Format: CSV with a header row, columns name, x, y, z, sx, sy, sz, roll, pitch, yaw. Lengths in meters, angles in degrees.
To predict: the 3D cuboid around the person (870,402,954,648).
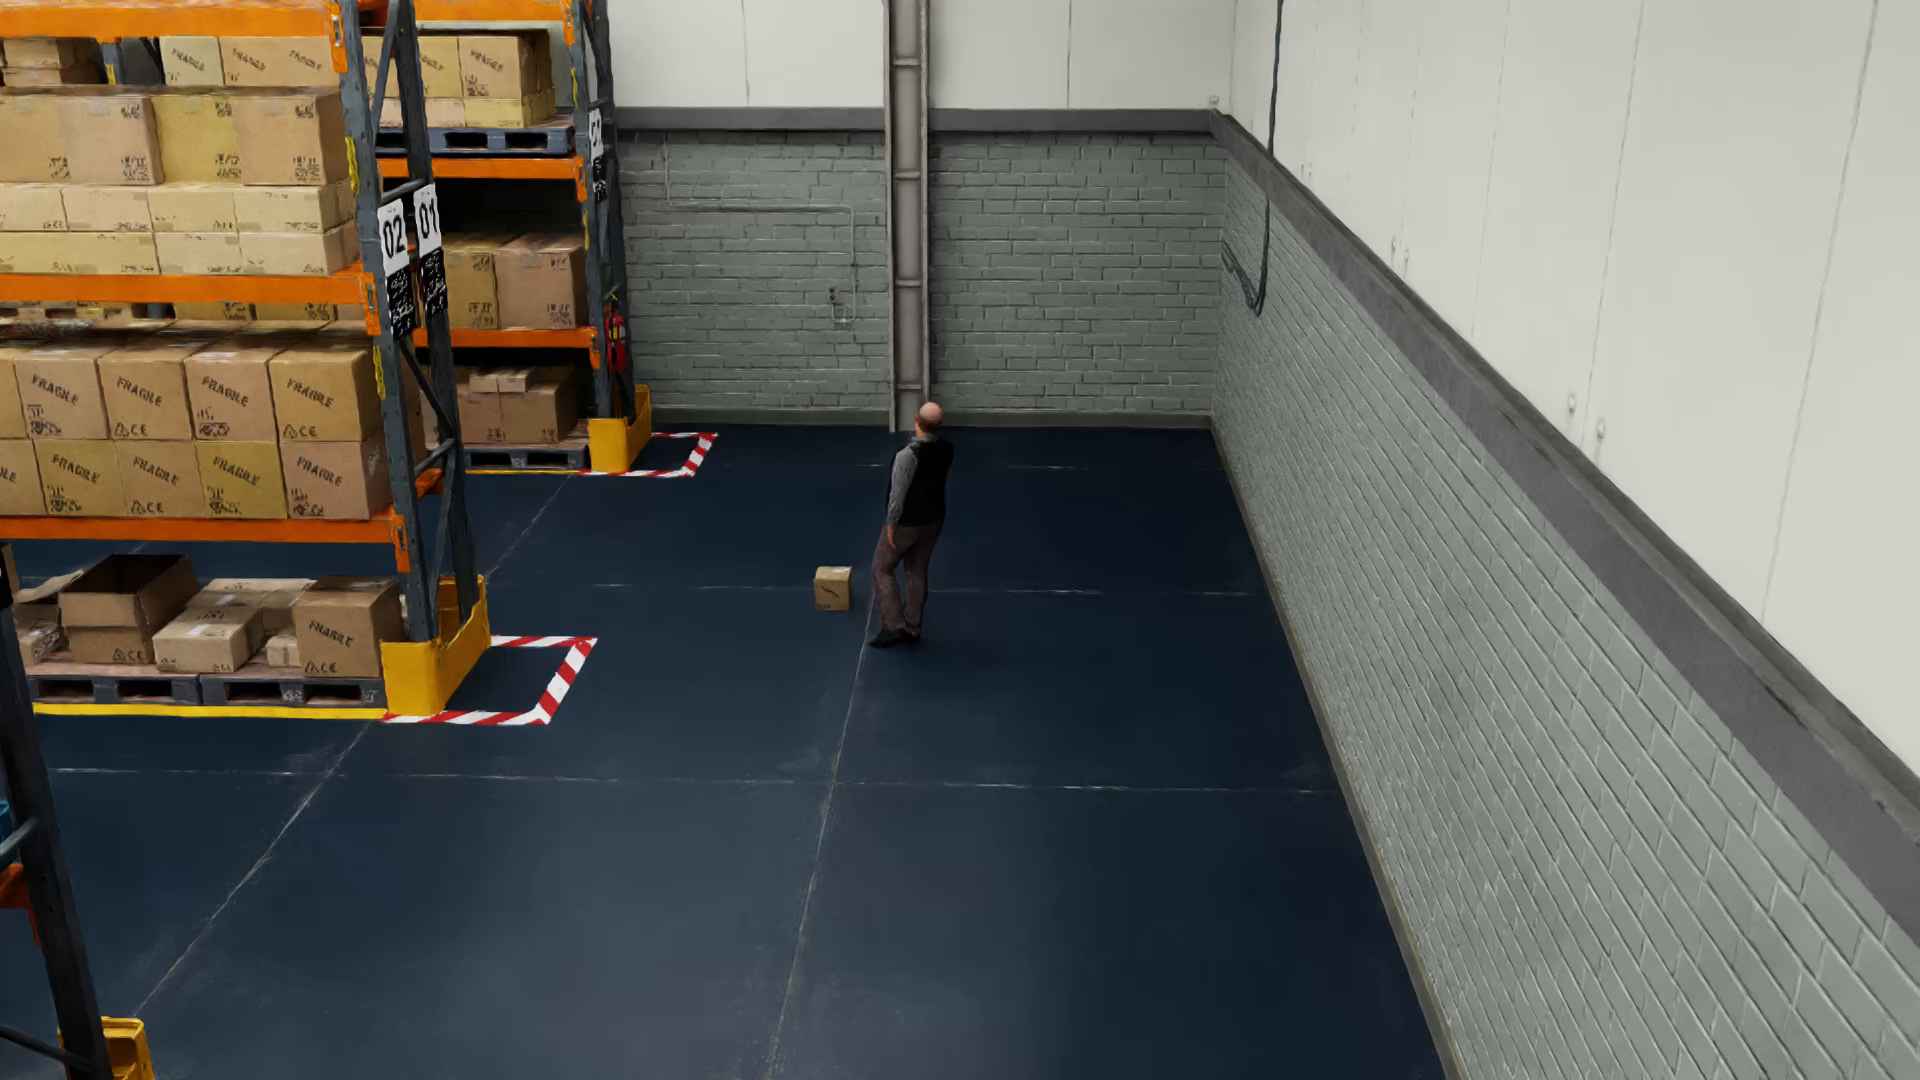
name,x,y,z,sx,sy,sz,roll,pitch,yaw
person,-0.350,-0.094,11.445,0.460,1.761,0.614,19,28,41
